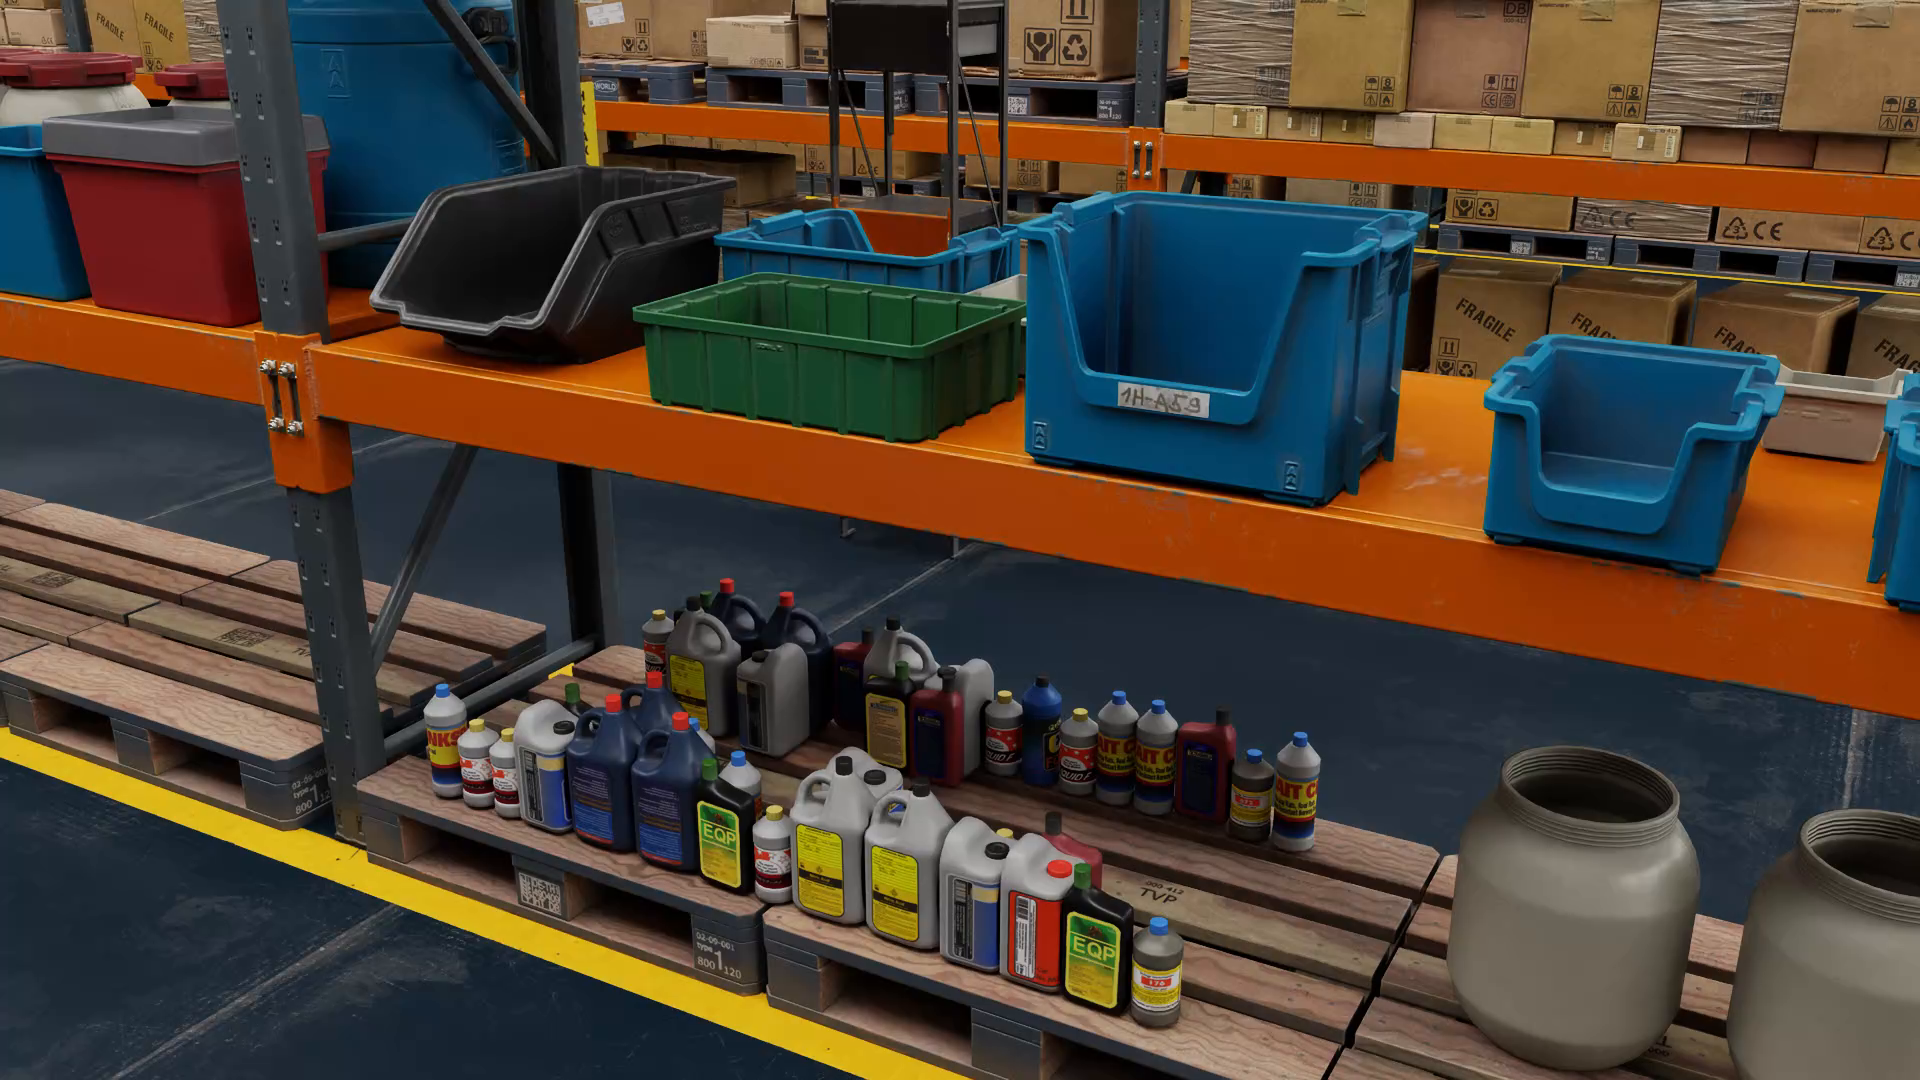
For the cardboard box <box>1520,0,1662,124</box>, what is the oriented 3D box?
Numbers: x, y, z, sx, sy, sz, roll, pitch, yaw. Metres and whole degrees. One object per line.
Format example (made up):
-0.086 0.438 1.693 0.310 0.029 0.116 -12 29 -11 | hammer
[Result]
2.801 -2.109 7.197 0.500 0.500 0.875 11 23 27 | cardboard box

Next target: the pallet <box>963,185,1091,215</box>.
0.783 -2.918 14.100 1.213 0.211 1.003 11 23 27 | pallet

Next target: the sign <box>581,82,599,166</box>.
-1.021 -1.075 4.524 0.005 0.325 0.100 11 23 27 | sign

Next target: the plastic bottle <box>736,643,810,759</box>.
-0.479 0.392 4.235 0.135 0.276 0.152 11 23 27 | plastic bottle

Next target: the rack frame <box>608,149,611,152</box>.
-3.360 -5.048 15.882 0.127 3.000 1.000 11 23 27 | rack frame

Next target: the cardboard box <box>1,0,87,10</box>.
-6.399 -4.007 11.696 0.500 0.500 0.500 12 23 29 | cardboard box

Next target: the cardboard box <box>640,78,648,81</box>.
-2.844 -4.221 15.553 0.500 0.250 0.500 10 22 25 | cardboard box

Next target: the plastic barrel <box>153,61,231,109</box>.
-2.027 -1.071 4.721 0.433 0.535 0.433 0 20 0 | plastic barrel

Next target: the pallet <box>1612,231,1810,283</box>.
5.319 -2.054 11.719 1.213 0.211 1.003 11 23 27 | pallet

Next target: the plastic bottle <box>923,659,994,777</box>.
-0.007 0.426 4.142 0.135 0.276 0.152 11 23 28 | plastic bottle

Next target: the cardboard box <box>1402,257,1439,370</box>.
1.950 -1.109 8.072 0.500 0.500 0.500 -17 26 -39 | cardboard box

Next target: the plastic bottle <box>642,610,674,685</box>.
-0.830 0.293 4.617 0.097 0.201 0.097 0 20 0 | plastic bottle

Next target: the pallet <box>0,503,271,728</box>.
-3.073 0.206 5.487 1.213 0.211 1.003 11 23 27 | pallet

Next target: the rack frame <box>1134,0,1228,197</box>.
1.117 -2.258 8.190 0.127 3.000 1.000 11 23 27 | rack frame

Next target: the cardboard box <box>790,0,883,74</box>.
-0.442 -2.764 8.820 0.637 0.503 0.797 13 24 33 | cardboard box

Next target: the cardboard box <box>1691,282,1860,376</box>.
3.533 -0.813 7.257 0.500 0.500 0.500 18 27 41 | cardboard box

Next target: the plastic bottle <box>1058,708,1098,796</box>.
0.289 0.506 4.029 0.097 0.201 0.097 0 20 0 | plastic bottle

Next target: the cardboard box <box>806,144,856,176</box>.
-1.022 -3.524 14.731 0.500 0.500 0.500 12 23 29 | cardboard box

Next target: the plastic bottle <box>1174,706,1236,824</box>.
0.574 0.515 3.885 0.133 0.283 0.061 11 23 28 | plastic bottle

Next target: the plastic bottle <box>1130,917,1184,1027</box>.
0.376 0.816 3.176 0.097 0.201 0.097 0 20 0 | plastic bottle

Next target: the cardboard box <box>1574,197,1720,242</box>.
4.928 -2.642 11.749 0.875 0.875 0.875 11 23 28 | cardboard box

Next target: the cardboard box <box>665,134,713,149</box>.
-2.382 -3.781 15.439 0.500 0.500 0.500 12 23 30 | cardboard box

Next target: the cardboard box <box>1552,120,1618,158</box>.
2.714 -1.741 7.133 0.250 0.149 0.380 11 23 27 | cardboard box

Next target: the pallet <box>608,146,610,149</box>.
-3.964 -3.838 16.636 1.213 0.211 1.003 11 23 27 | pallet

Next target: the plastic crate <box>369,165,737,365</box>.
-0.904 -0.629 3.791 0.504 0.338 0.767 11 23 27 | plastic crate

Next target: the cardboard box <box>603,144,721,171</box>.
-1.776 -2.205 9.965 0.500 0.250 0.500 12 23 29 | cardboard box

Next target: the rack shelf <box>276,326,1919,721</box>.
0.447 -0.112 3.331 4.000 0.370 1.077 11 23 27 | rack shelf

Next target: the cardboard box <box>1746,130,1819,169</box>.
3.389 -1.628 6.824 0.250 0.149 0.380 11 23 27 | cardboard box

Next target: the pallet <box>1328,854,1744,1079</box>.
1.397 1.058 3.140 1.213 0.211 1.003 11 23 27 | pallet

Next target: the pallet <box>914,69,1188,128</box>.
0.520 -2.338 8.693 1.213 0.211 1.003 11 23 27 | pallet

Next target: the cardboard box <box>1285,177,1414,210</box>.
3.038 -2.934 12.737 0.750 0.750 1.050 11 23 27 | cardboard box

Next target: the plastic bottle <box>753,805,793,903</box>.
-0.396 0.669 3.581 0.097 0.201 0.097 0 20 0 | plastic bottle

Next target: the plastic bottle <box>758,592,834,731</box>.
-0.429 0.309 4.355 0.185 0.351 0.144 10 22 25 | plastic bottle

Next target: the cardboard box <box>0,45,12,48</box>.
-6.742 -3.509 12.007 0.250 0.149 0.380 10 22 26 | cardboard box

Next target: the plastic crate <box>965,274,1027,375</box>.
0.242 -0.465 3.634 0.437 0.136 0.530 11 23 27 | plastic crate

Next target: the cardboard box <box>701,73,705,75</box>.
-2.145 -4.285 15.728 0.500 0.250 0.500 12 23 30 | cardboard box

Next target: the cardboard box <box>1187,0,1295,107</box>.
1.479 -2.351 7.865 0.500 0.500 0.875 11 23 27 | cardboard box

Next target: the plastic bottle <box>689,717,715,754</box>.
-0.611 0.539 3.837 0.097 0.271 0.097 0 20 0 | plastic bottle

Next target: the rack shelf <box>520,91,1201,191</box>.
-0.629 -2.252 9.230 4.000 0.370 1.077 11 23 27 | rack shelf

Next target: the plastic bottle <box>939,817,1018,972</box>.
0.048 0.708 3.365 0.135 0.276 0.152 10 22 26 | plastic bottle

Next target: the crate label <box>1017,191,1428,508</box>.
0.454 -0.360 2.907 0.616 0.435 0.502 11 23 27 | crate label

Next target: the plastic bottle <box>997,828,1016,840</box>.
0.093 0.702 3.488 0.097 0.201 0.097 0 20 0 | plastic bottle

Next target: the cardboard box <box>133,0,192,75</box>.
-5.148 -3.401 11.195 0.500 0.500 0.500 11 23 27 | cardboard box

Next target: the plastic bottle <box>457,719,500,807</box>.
-1.146 0.526 3.975 0.097 0.201 0.097 0 20 0 | plastic bottle

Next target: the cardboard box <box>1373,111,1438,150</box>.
2.022 -1.843 7.415 0.250 0.149 0.380 11 23 27 | cardboard box

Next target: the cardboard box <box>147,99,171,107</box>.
-5.299 -2.686 11.871 0.875 0.875 1.225 11 23 27 | cardboard box

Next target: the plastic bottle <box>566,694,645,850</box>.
-0.797 0.513 3.791 0.185 0.351 0.144 11 23 29 | plastic bottle

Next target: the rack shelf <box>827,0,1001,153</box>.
-0.145 -1.660 5.849 0.480 0.518 0.431 11 23 27 | rack shelf

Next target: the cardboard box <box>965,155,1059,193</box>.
0.619 -3.394 14.007 0.750 0.750 1.050 10 22 27 | cardboard box

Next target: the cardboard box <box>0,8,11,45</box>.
-6.834 -3.738 12.055 0.500 0.250 0.500 12 23 29 | cardboard box

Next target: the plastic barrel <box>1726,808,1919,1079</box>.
1.581 0.767 2.883 0.421 0.512 0.421 0 20 0 | plastic barrel

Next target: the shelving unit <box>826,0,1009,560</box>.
-0.145 -1.015 6.083 0.503 2.100 0.431 11 23 27 | shelving unit

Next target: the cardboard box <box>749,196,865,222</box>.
-0.792 -1.668 9.586 0.500 0.500 0.700 13 24 32 | cardboard box

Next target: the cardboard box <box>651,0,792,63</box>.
-1.348 -3.026 9.547 0.500 0.500 0.700 15 25 35 | cardboard box

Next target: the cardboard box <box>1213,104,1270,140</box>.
1.370 -1.969 7.762 0.250 0.149 0.380 11 23 27 | cardboard box

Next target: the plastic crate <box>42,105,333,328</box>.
-1.871 -0.803 4.085 0.583 0.464 0.402 11 23 27 | plastic crate
